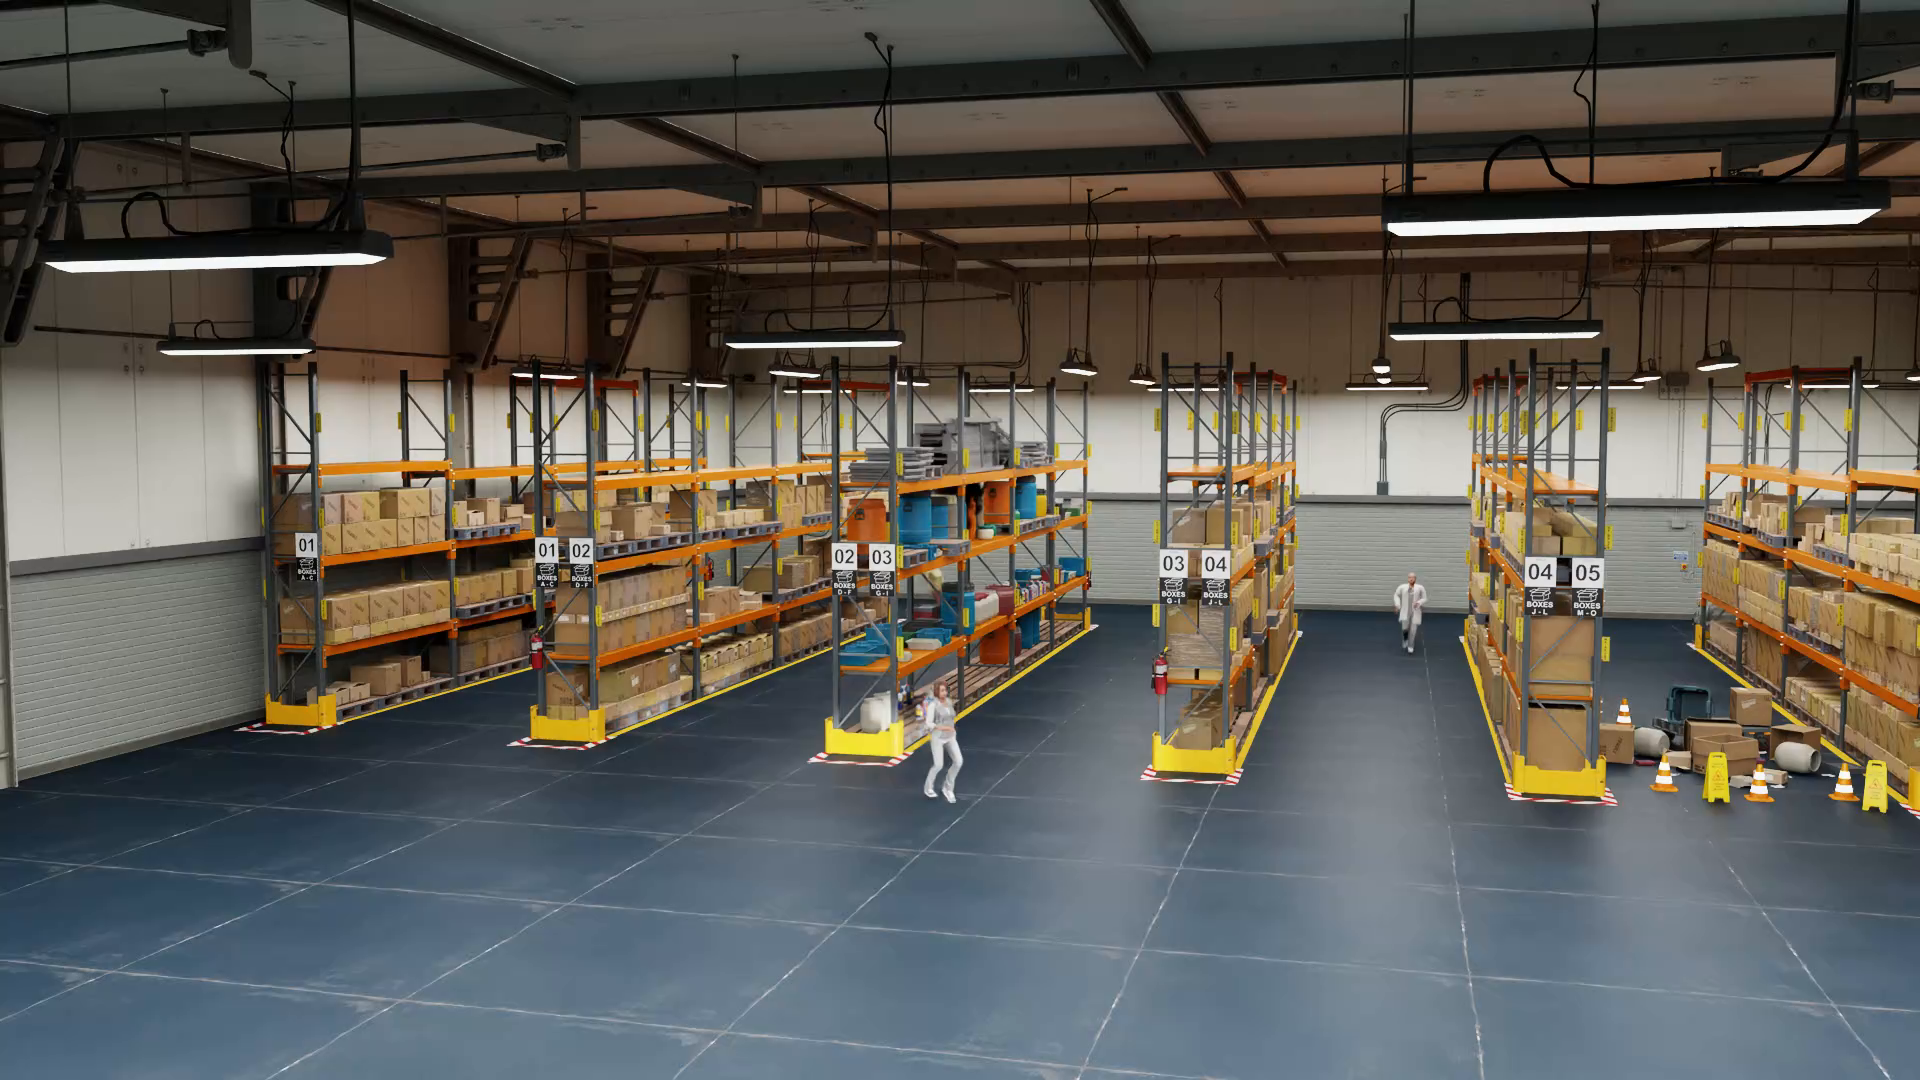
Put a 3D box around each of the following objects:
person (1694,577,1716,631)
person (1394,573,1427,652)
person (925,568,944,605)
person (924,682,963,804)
[{"bbox_3d":[17.117,1.535,38.154,0.525,1.593,0.730,3,5,33],"label":"person"},{"bbox_3d":[9.802,1.587,36.199,0.708,1.737,0.627,1,4,16],"label":"person"},{"bbox_3d":[-0.588,1.272,41.628,0.634,1.668,0.736,-2,5,-30],"label":"person"},{"bbox_3d":[-0.232,2.671,21.957,0.541,1.609,0.665,-3,5,-36],"label":"person"}]
